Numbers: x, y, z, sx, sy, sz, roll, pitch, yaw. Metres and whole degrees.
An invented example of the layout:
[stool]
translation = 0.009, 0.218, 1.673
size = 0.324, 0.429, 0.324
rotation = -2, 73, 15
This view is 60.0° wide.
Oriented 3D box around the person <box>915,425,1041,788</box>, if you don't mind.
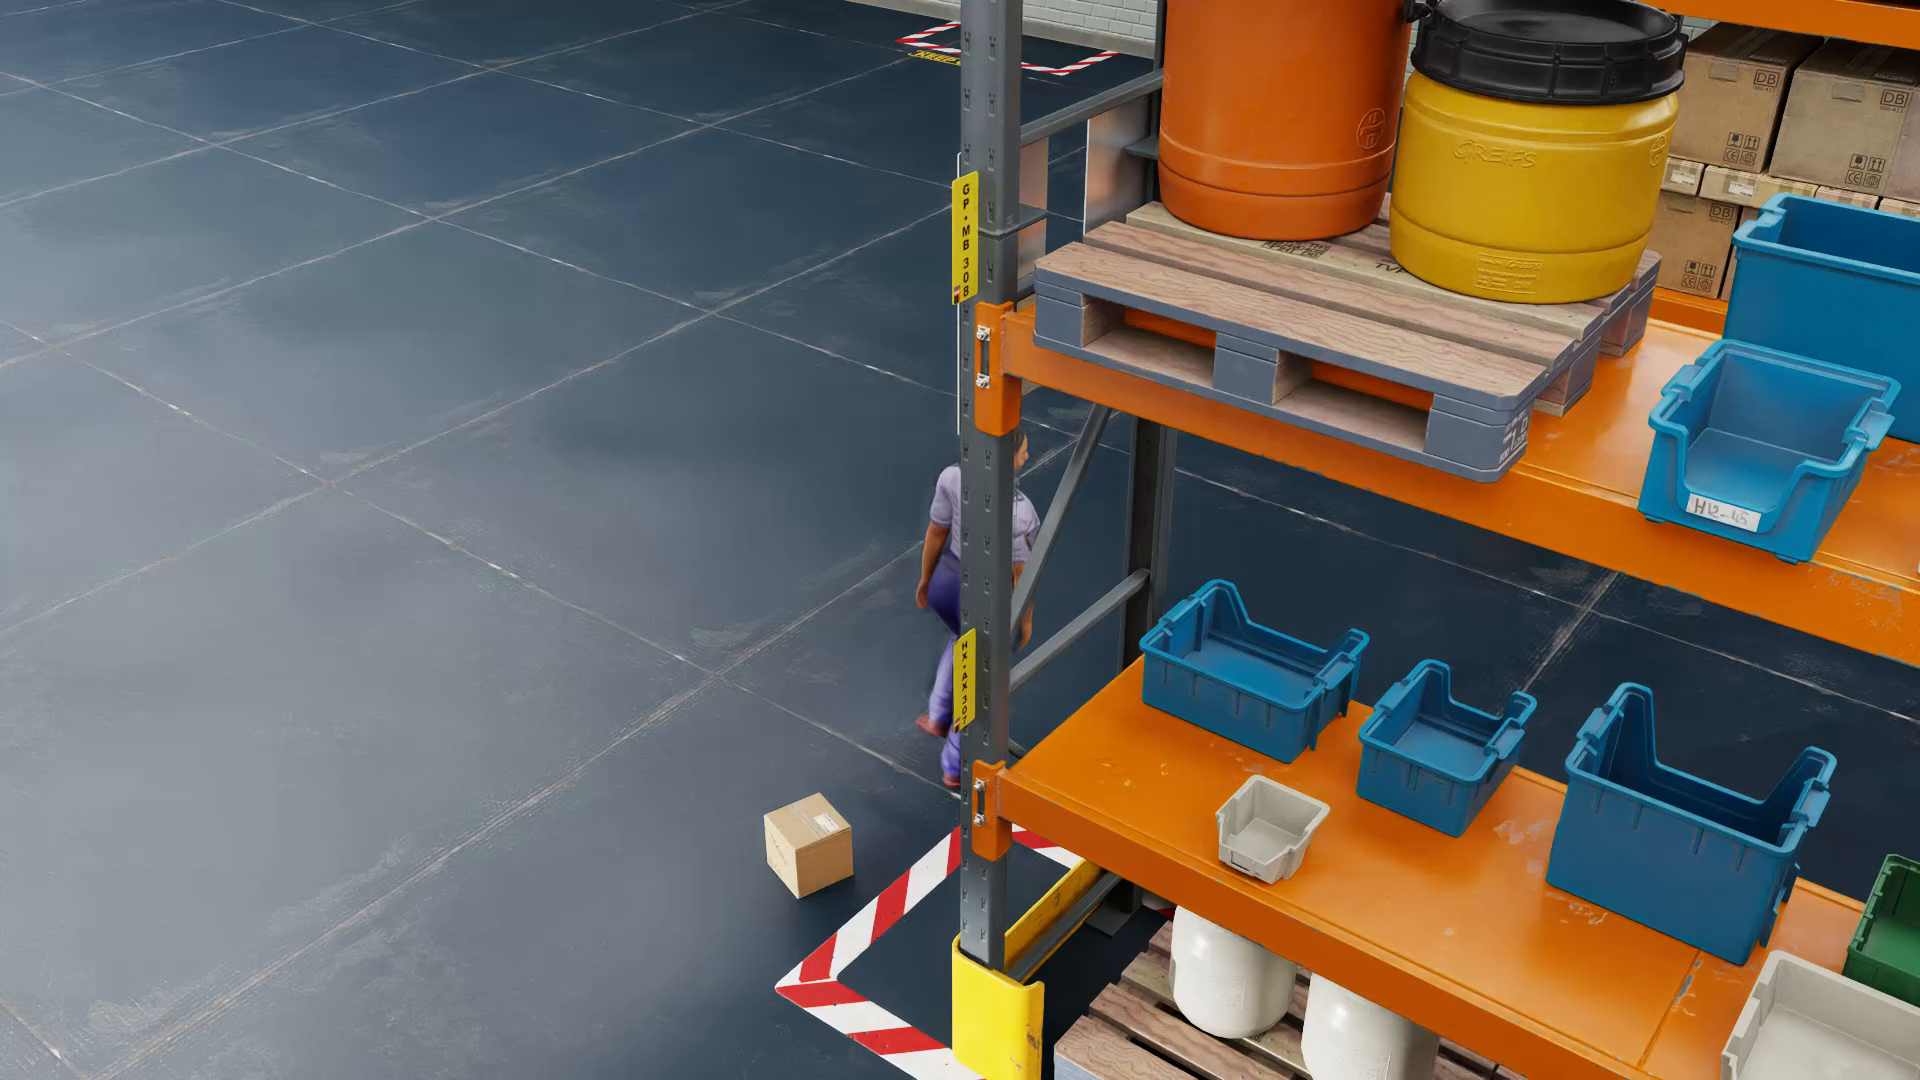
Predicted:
[person]
translation = 0.058, 0.232, 6.739
size = 0.608, 1.635, 0.483
rotation = 26, 39, 36
